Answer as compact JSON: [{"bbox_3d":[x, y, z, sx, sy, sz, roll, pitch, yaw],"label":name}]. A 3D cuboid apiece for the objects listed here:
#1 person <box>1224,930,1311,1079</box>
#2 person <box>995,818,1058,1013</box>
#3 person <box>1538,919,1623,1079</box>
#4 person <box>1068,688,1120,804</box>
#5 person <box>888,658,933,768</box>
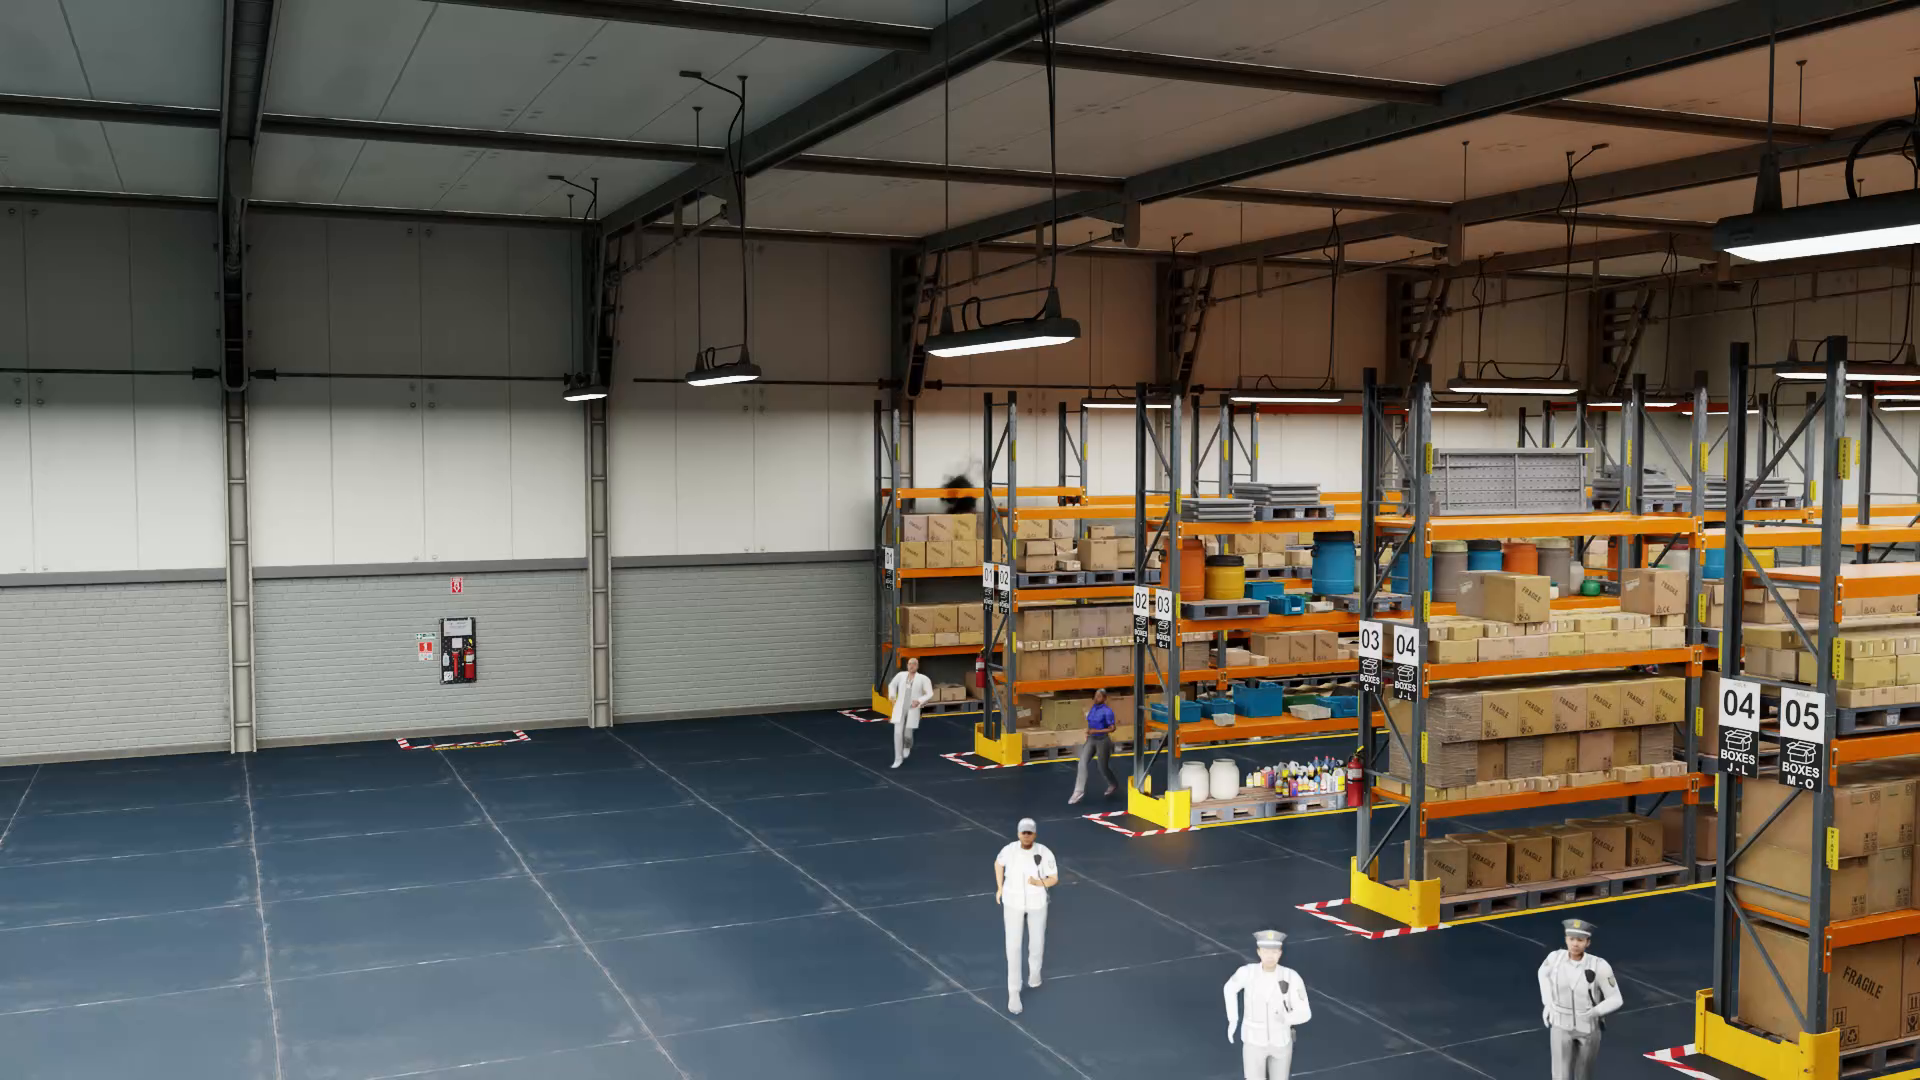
[{"bbox_3d":[2.192,3.617,11.857,0.587,1.742,0.807,0,3,5],"label":"person"},{"bbox_3d":[0.616,3.426,15.446,0.587,1.711,0.836,0,3,2],"label":"person"},{"bbox_3d":[4.537,3.606,12.203,0.605,1.730,0.813,1,4,24],"label":"person"},{"bbox_3d":[2.038,2.955,23.974,0.881,1.673,0.600,-3,4,-42],"label":"person"},{"bbox_3d":[-0.801,2.759,26.807,0.752,1.743,0.787,1,3,12],"label":"person"}]
